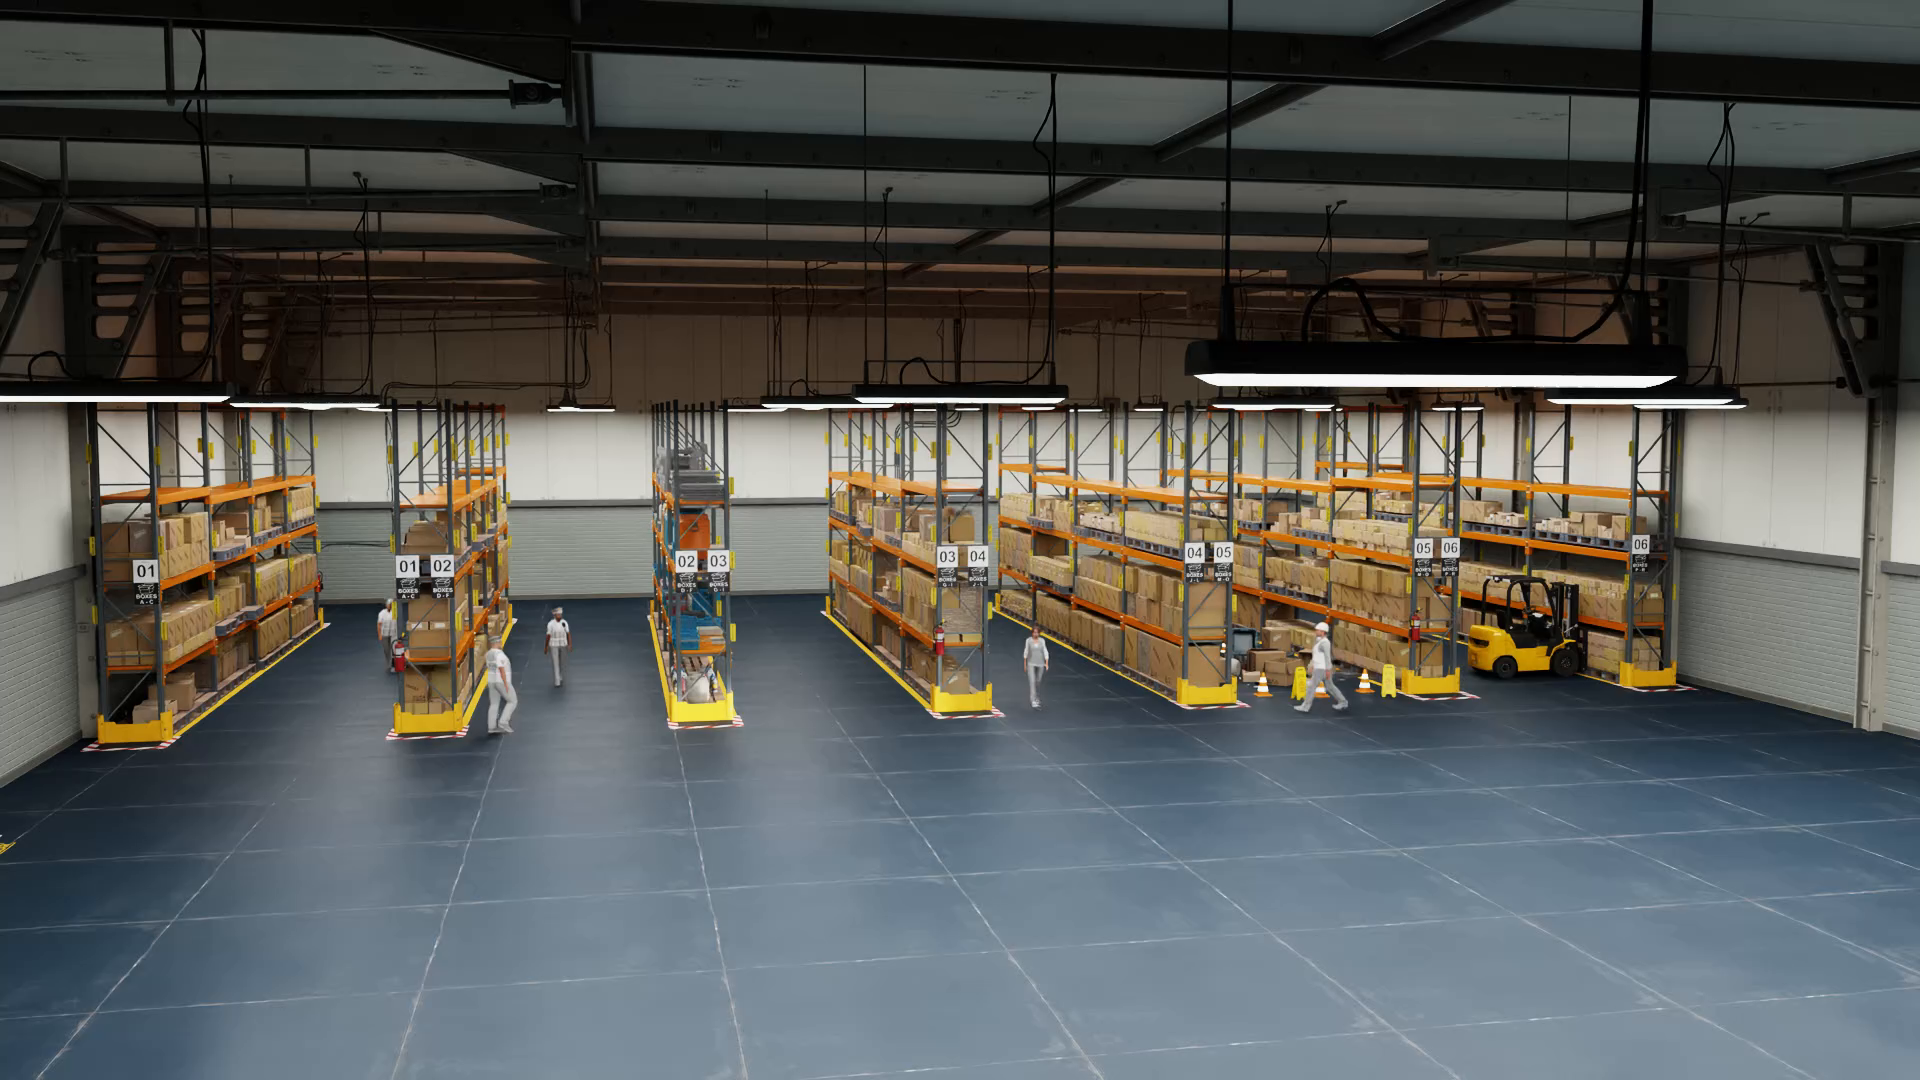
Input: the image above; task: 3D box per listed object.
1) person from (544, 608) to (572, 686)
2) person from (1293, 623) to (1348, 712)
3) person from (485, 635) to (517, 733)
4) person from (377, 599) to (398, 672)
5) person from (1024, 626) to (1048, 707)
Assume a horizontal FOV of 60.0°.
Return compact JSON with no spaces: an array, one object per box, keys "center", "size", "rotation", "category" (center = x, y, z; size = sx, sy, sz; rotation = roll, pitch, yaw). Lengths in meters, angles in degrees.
[{"center":[-8.508,2.233,35.215],"size":[0.523,1.620,1.054],"rotation":[-2,5,-26],"category":"person"},{"center":[6.950,2.447,31.994],"size":[1.070,1.725,0.529],"rotation":[0,4,4],"category":"person"},{"center":[-8.299,2.601,29.917],"size":[0.645,1.734,0.504],"rotation":[2,5,30],"category":"person"},{"center":[-12.736,2.114,37.094],"size":[0.490,1.601,1.051],"rotation":[-1,4,-13],"category":"person"},{"center":[1.506,2.469,32.555],"size":[0.455,1.575,0.771],"rotation":[-1,4,-9],"category":"person"}]
